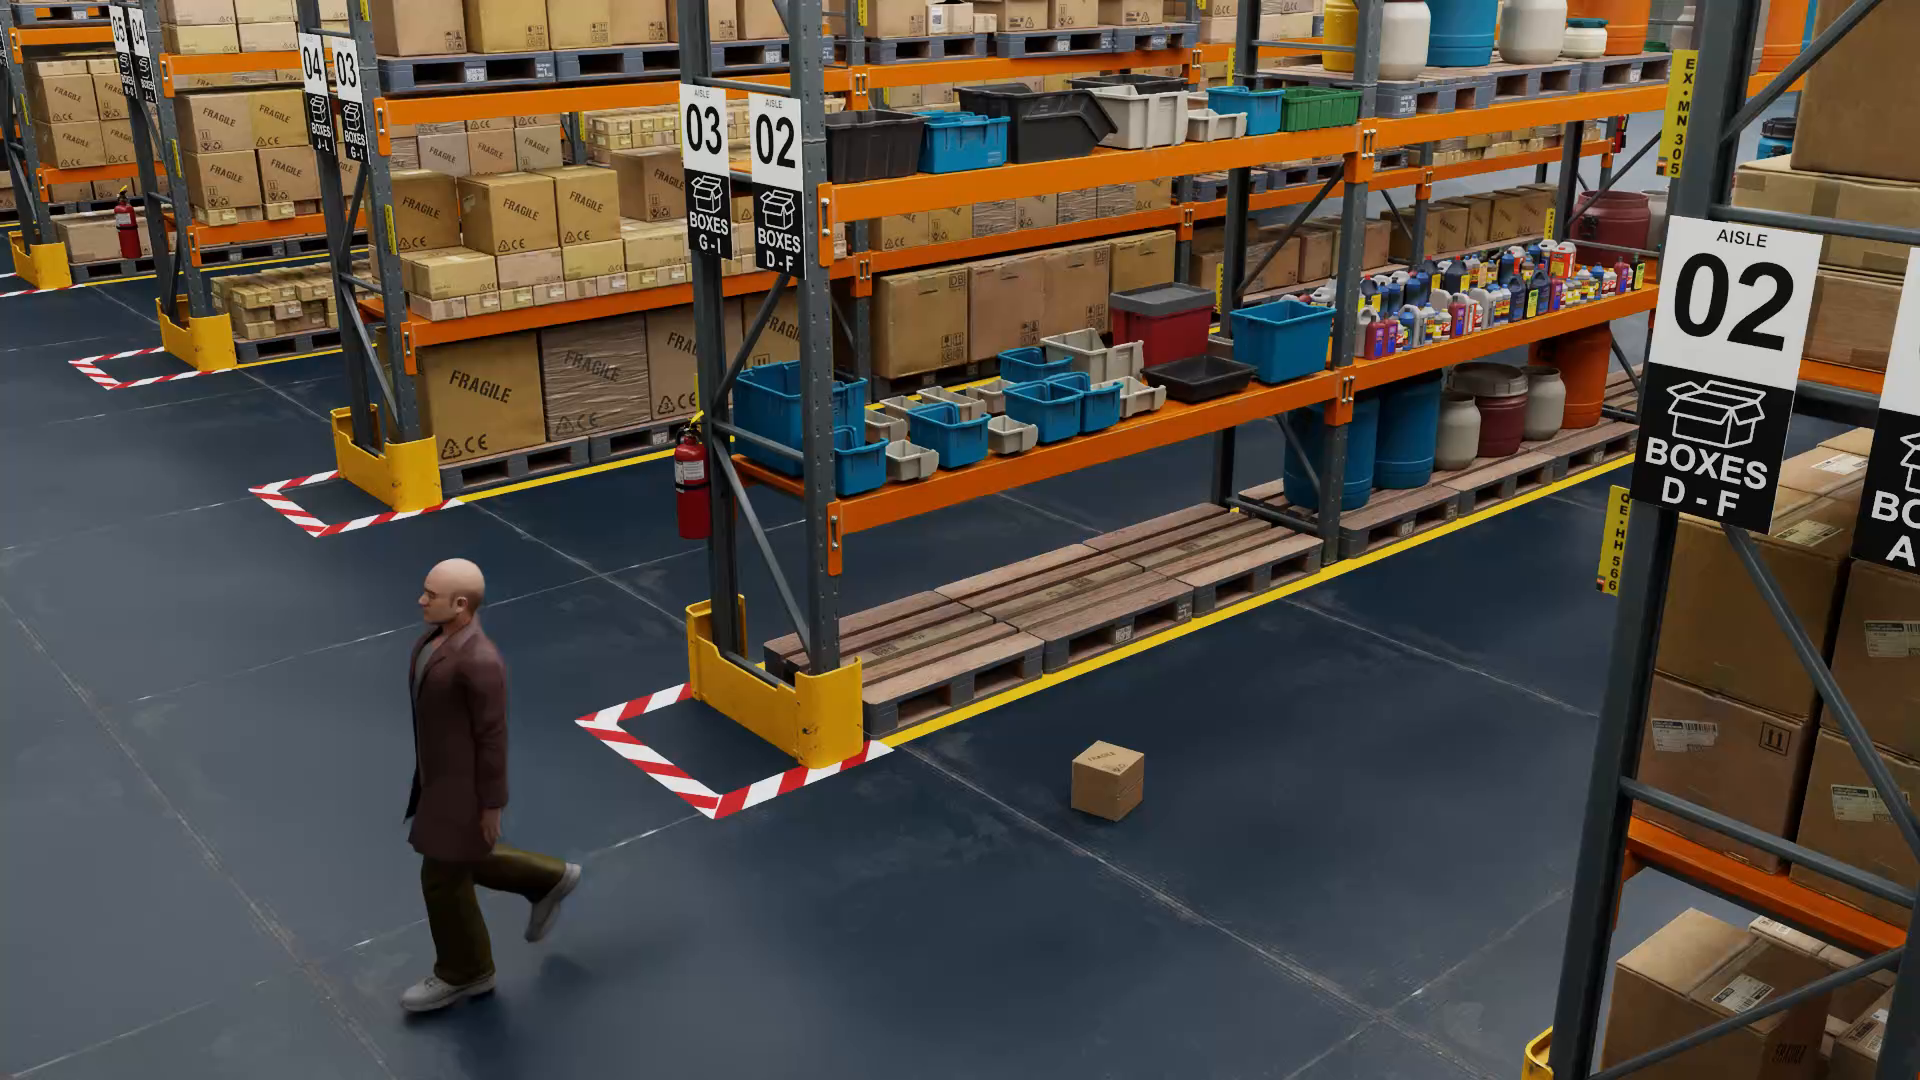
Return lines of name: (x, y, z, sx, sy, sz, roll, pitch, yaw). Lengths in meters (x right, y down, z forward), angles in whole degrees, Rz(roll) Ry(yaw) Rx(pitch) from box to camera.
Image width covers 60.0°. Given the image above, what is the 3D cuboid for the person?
person: (-1.832, 0.888, 6.270, 0.778, 1.756, 0.563, -11, 23, -27)
